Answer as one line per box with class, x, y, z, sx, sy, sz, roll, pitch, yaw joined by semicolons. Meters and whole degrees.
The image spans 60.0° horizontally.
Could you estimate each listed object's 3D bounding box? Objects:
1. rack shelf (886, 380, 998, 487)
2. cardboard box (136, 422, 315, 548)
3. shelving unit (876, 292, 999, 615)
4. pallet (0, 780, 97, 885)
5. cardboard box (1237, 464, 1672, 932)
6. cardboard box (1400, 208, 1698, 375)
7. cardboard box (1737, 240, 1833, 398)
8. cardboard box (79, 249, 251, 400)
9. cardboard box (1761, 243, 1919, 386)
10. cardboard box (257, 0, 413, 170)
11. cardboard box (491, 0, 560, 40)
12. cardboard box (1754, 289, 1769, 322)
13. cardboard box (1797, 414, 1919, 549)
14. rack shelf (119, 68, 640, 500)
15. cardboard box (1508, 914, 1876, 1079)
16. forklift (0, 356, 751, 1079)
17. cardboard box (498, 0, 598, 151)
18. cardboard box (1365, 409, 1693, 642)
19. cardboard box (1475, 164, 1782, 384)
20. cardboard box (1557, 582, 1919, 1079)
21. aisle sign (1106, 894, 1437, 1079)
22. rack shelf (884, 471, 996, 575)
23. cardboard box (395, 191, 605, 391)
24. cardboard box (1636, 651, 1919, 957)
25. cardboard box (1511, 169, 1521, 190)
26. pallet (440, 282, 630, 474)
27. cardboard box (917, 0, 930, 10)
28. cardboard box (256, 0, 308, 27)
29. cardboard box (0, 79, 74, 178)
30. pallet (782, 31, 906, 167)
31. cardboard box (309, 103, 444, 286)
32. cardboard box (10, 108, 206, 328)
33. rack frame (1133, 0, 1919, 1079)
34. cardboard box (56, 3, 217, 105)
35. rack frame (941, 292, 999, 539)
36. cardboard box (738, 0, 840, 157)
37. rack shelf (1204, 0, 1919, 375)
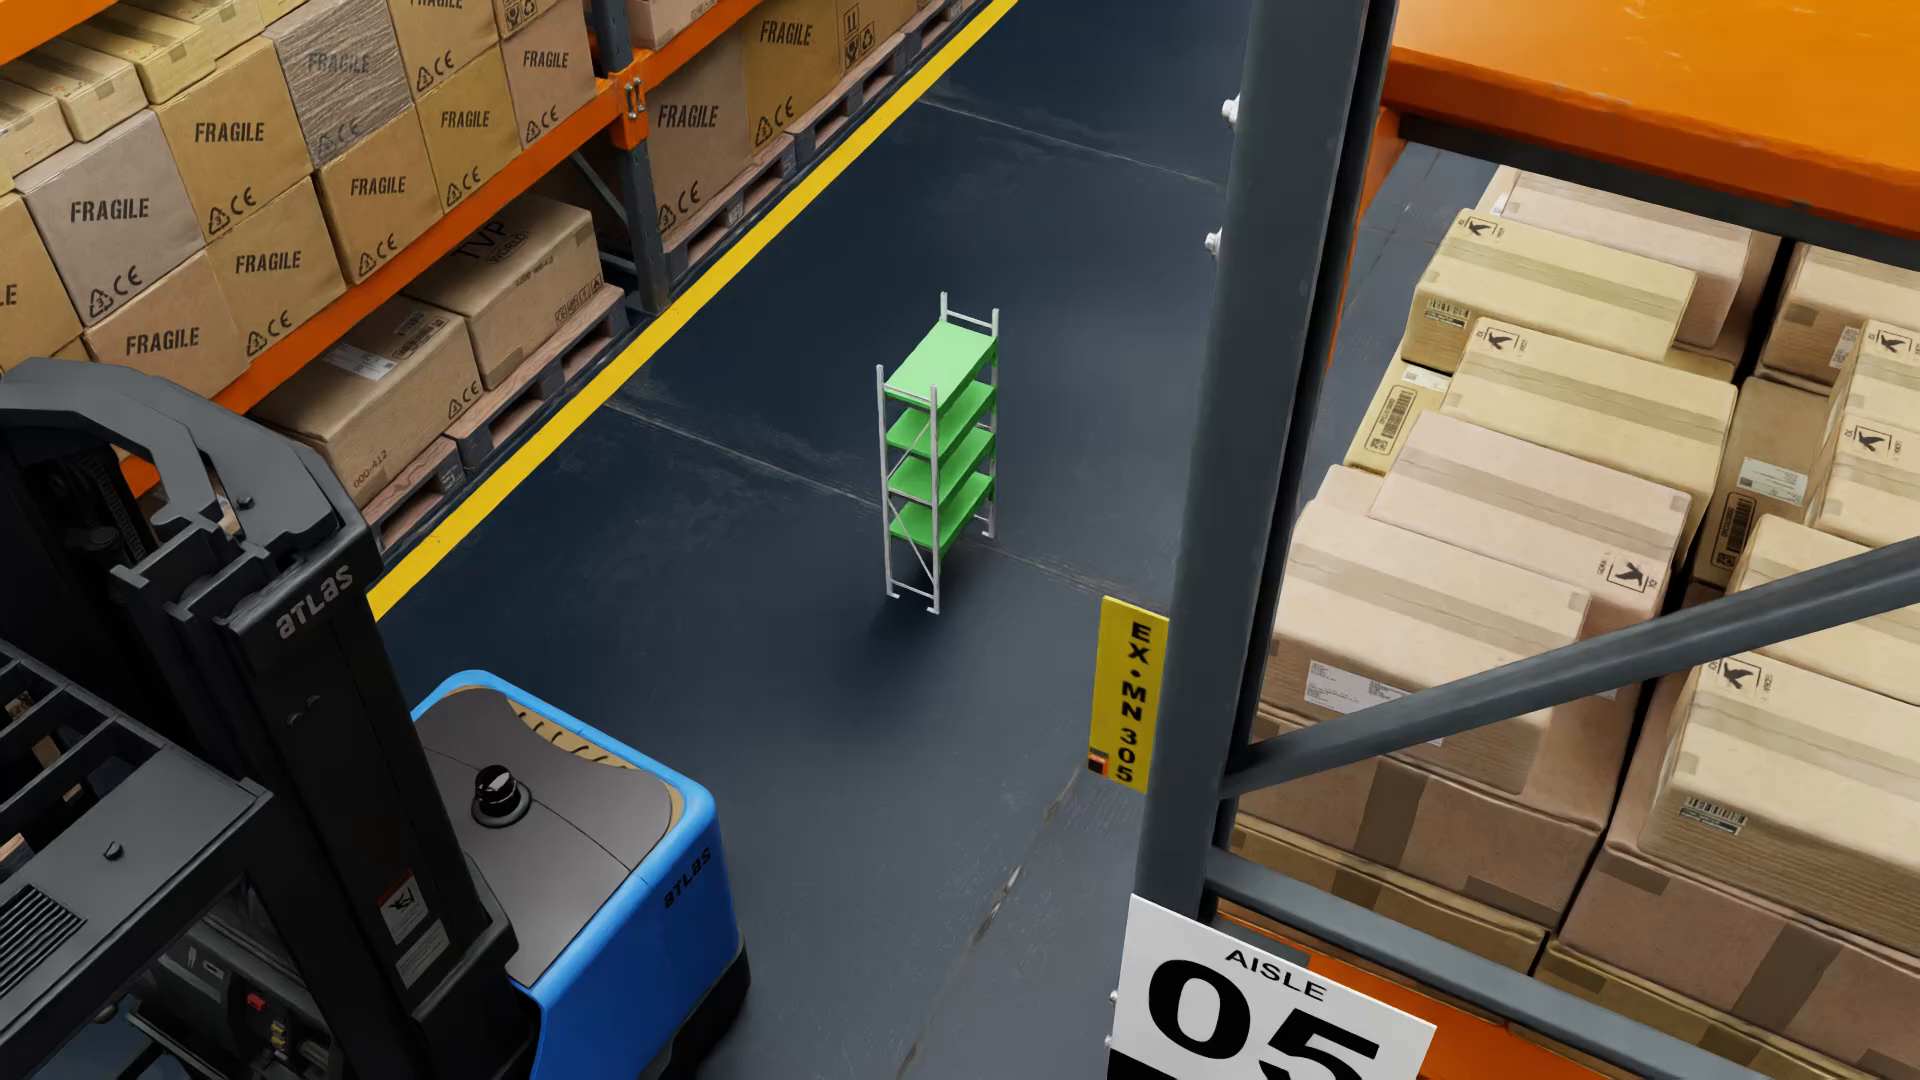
rack shelf;-0.077;-0.441;6.375;0.258;0.148;0.480;20;49;19
cardboard box;-3.106;-0.090;6.516;0.875;0.438;0.875;22;49;20
shelving unit;-0.077;-0.317;6.500;0.258;1.200;0.503;20;49;19
pallet;-3.440;0.636;6.253;1.003;0.211;1.213;20;49;19
cardboard box;0.678;0.204;2.364;0.500;0.250;0.500;19;48;18
cardboard box;0.930;-0.355;2.637;0.380;0.149;0.250;21;49;20
cardboard box;1.610;-0.256;2.819;0.500;0.250;0.500;21;49;19
cardboard box;-2.802;-0.700;5.542;0.500;0.500;0.500;20;49;19
cardboard box;1.506;-0.342;2.624;0.380;0.149;0.250;22;49;20
cardboard box;-2.330;-1.692;5.820;0.500;0.500;0.500;21;49;20
cardboard box;-1.859;-2.333;6.453;0.500;0.500;0.500;20;49;19
cardboard box;1.850;-0.425;3.337;0.500;0.250;0.500;20;49;19
cardboard box;1.367;0.008;2.278;0.380;0.149;0.250;20;49;19
rack shelf;-2.813;-0.822;6.239;1.077;0.370;4.000;20;49;19
cardboard box;1.125;0.556;2.368;0.500;0.250;0.500;22;49;20
forklift;-1.887;1.176;3.807;1.130;2.935;3.031;23;50;21
cardboard box;-1.873;-1.993;6.821;0.500;0.500;0.500;21;49;19
cardboard box;0.766;0.002;2.284;0.380;0.149;0.250;21;49;20
cardboard box;1.155;-0.440;3.001;0.500;0.250;0.500;21;49;20
cardboard box;1.128;0.382;2.189;0.500;0.250;0.500;21;49;20
aisle sign;0.390;0.789;2.313;0.394;0.787;0.004;20;49;19
rack shelf;-0.077;-0.104;6.716;0.258;0.148;0.480;20;49;19
cardboard box;-2.271;-1.221;7.634;0.875;0.438;0.875;20;49;19
cardboard box;1.042;0.310;1.980;0.380;0.149;0.250;20;49;19
cardboard box;1.206;-0.664;2.942;0.380;0.149;0.250;21;49;20
pallet;-2.307;-0.901;7.772;1.003;0.211;1.213;20;49;19
cardboard box;-0.422;-3.848;9.922;0.875;0.875;0.875;20;49;19
cardboard box;-2.395;-1.866;5.535;0.380;0.149;0.250;19;48;18
cardboard box;-2.869;-1.231;4.908;0.380;0.149;0.250;21;49;19
pallet;-1.028;-2.637;9.488;1.003;0.211;1.213;20;49;19
cardboard box;-2.328;-1.346;6.181;0.500;0.500;0.500;20;49;18
cardboard box;-2.801;-1.064;5.200;0.500;0.500;0.500;20;49;19
rack frame;0.690;-0.353;1.052;1.000;3.000;0.127;20;49;19
cardboard box;-2.574;-1.525;5.198;0.380;0.149;0.250;19;48;18
rack frame;0.036;-0.471;6.652;0.240;1.200;0.015;20;49;19
cardboard box;-1.255;-2.724;8.812;0.875;0.875;0.875;22;49;20
rack shelf;1.618;-1.359;2.554;1.077;0.370;4.000;20;49;19
